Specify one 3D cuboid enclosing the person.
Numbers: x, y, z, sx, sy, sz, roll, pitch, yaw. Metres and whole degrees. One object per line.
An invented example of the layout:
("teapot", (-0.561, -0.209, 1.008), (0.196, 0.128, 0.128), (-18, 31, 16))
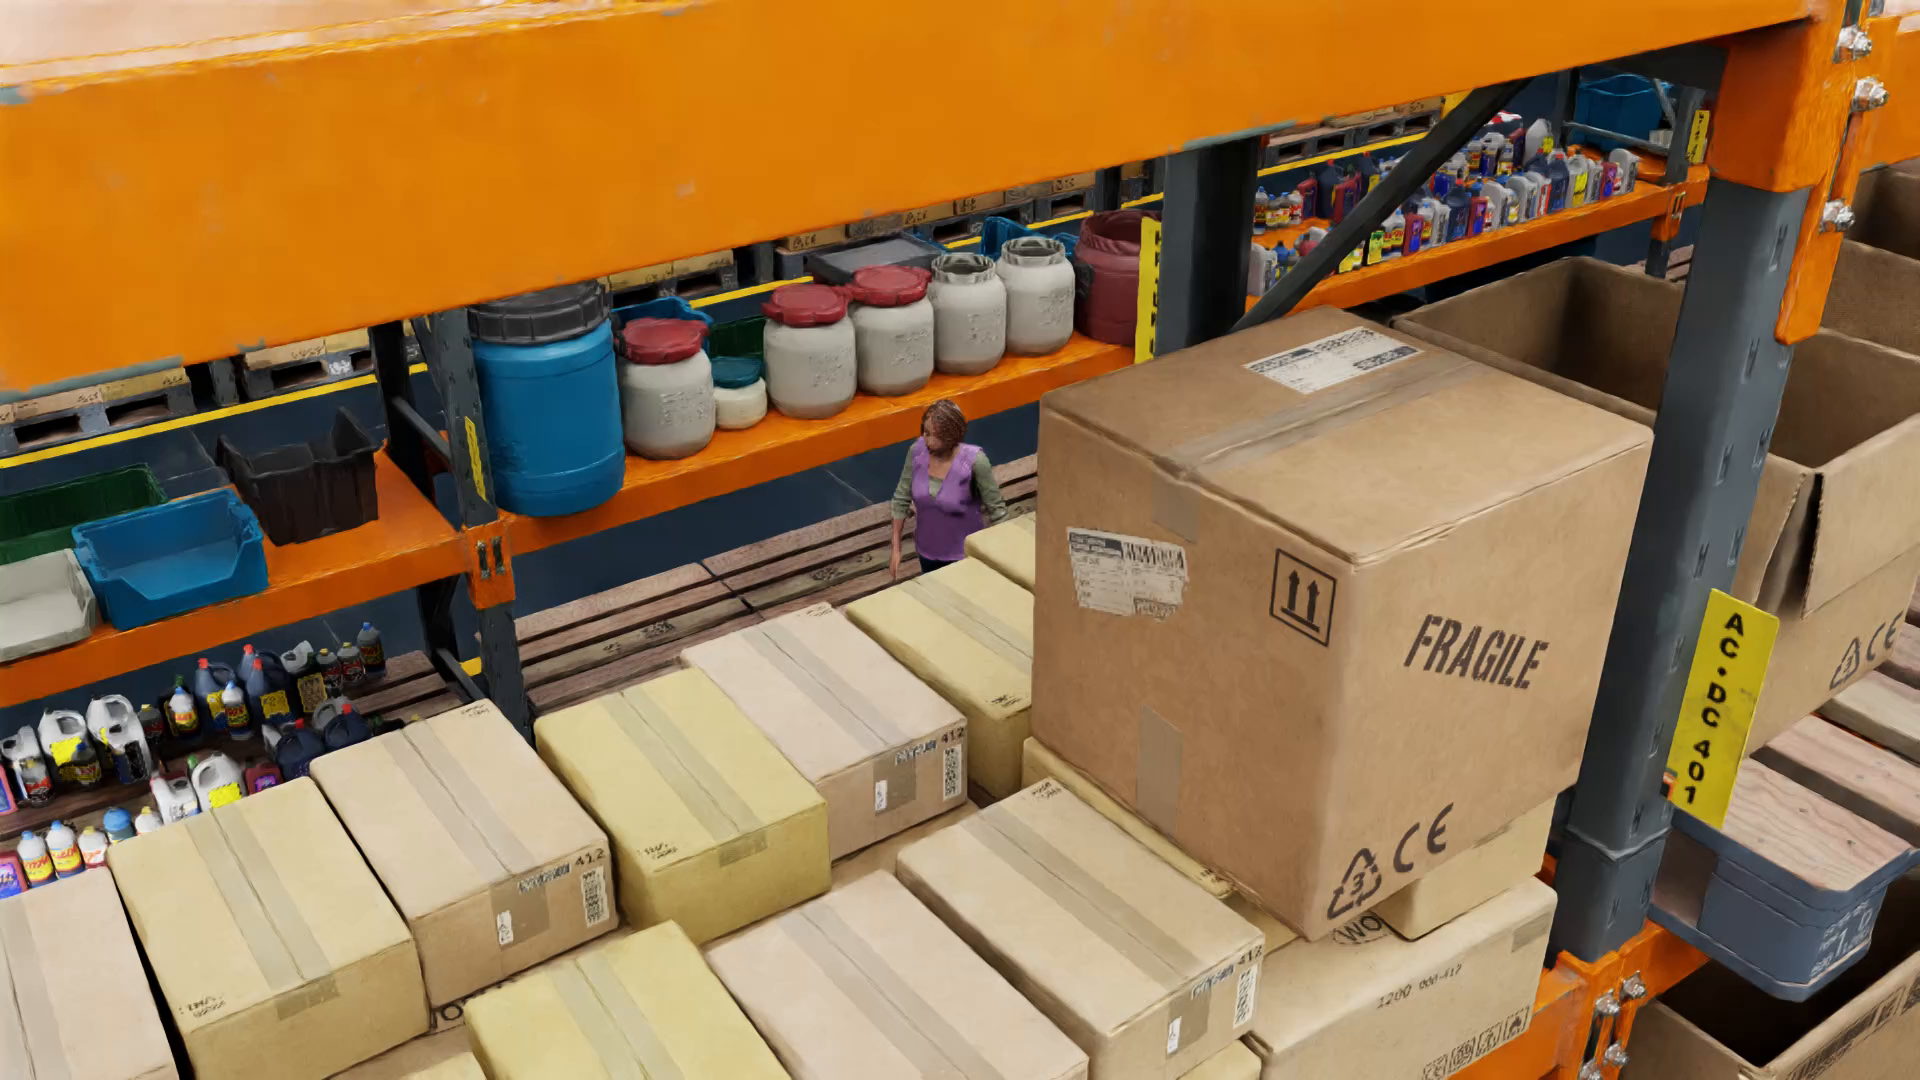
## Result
("person", (-0.019, 0.060, 7.532), (0.553, 1.575, 0.493), (17, 33, 28))
